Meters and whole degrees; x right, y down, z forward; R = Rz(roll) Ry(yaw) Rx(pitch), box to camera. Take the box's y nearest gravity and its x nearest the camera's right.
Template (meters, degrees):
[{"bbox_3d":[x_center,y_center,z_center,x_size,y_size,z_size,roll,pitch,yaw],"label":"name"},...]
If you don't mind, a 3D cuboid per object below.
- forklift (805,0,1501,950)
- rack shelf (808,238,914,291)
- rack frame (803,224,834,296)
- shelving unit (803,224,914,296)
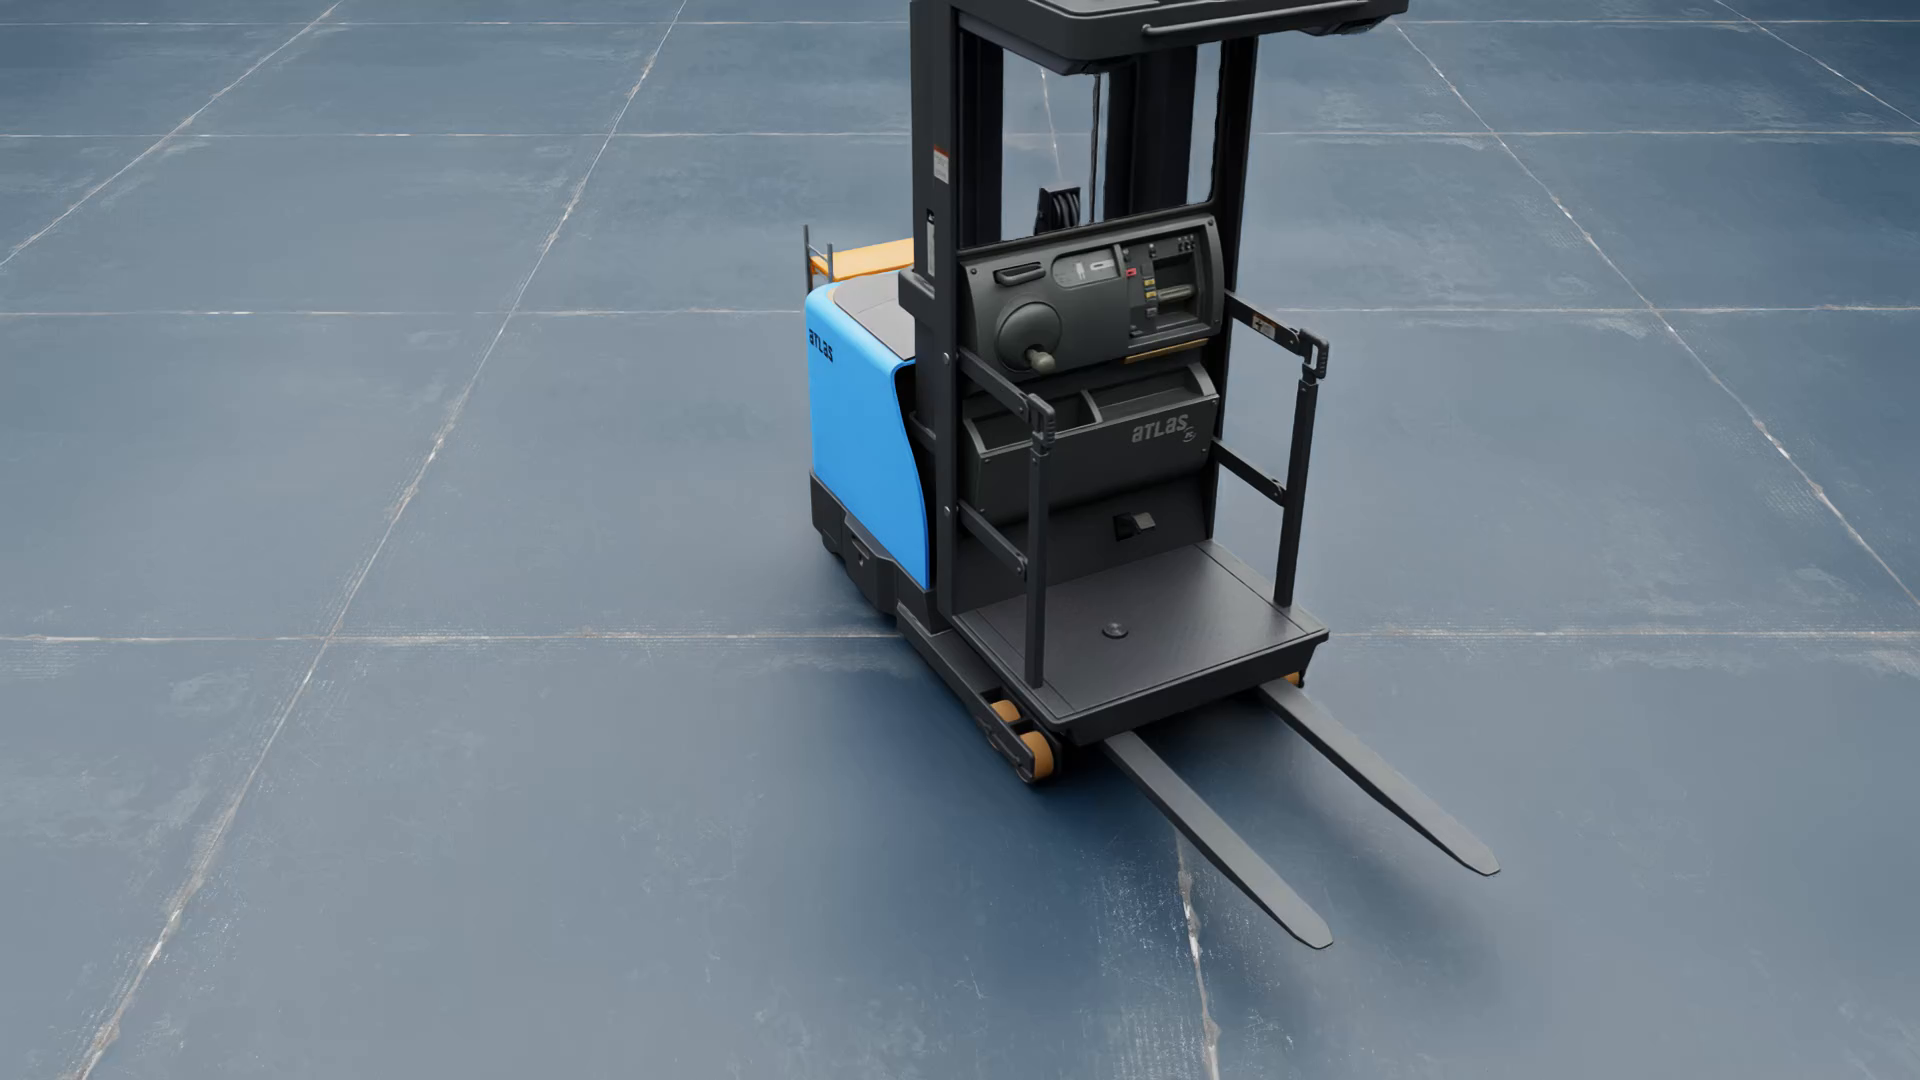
[{"bbox_3d":[0.543,-0.729,5.126,1.130,2.935,3.031,-16,35,-24],"label":"forklift"},{"bbox_3d":[-0.332,-1.058,6.579,0.480,0.148,0.258,-16,35,-24],"label":"rack shelf"},{"bbox_3d":[-0.546,-0.661,6.682,0.015,1.200,0.240,-16,35,-24],"label":"rack frame"},{"bbox_3d":[-0.332,-0.722,6.783,0.503,1.200,0.258,-16,35,-24],"label":"shelving unit"}]
